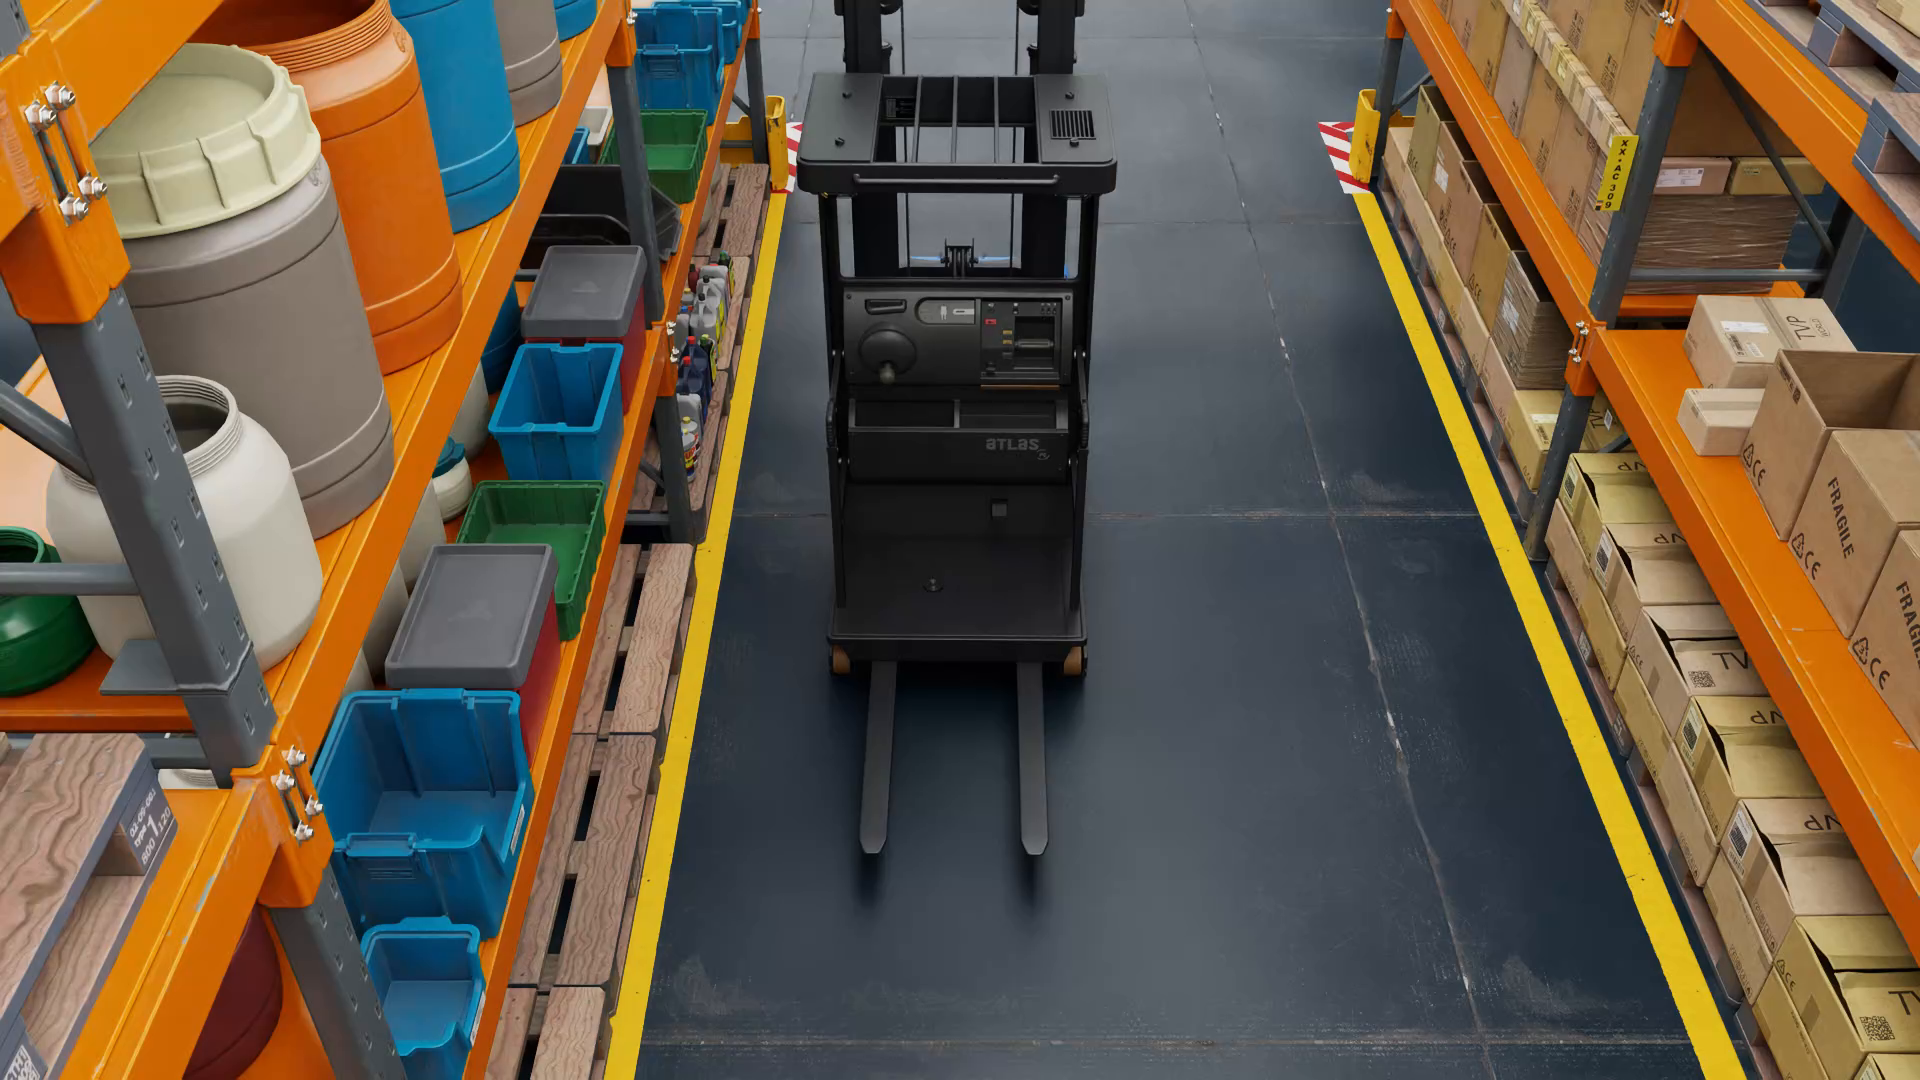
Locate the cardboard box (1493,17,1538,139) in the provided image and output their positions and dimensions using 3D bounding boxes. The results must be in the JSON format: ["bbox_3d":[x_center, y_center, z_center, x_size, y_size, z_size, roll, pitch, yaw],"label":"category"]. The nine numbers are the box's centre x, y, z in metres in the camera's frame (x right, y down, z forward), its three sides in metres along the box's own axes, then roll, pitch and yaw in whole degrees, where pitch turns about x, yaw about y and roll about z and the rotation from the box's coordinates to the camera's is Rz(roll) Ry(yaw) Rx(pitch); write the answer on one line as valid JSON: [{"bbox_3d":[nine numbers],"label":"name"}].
[{"bbox_3d":[3.178,-2.384,8.492,0.700,0.500,0.500,1,39,1],"label":"cardboard box"}]

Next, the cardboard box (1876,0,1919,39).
[{"bbox_3d":[3.185,-1.651,5.042,0.500,0.250,0.500,-4,39,-4],"label":"cardboard box"}]

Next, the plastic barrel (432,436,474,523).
[{"bbox_3d":[-1.914,-0.221,5.983,0.301,0.262,0.301,0,39,0],"label":"plastic barrel"}]

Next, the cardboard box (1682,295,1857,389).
[{"bbox_3d":[3.235,-0.737,6.637,0.500,0.250,0.500,2,39,3],"label":"cardboard box"}]

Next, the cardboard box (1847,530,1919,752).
[{"bbox_3d":[3.177,0.309,5.131,0.500,0.500,0.500,-2,39,-2],"label":"cardboard box"}]

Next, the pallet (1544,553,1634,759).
[{"bbox_3d":[3.231,0.445,7.271,1.003,0.211,1.213,0,39,0],"label":"pallet"}]

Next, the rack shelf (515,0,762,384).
[{"bbox_3d":[-1.765,-2.073,8.758,1.077,0.370,4.000,0,39,0],"label":"rack shelf"}]

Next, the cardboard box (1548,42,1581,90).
[{"bbox_3d":[2.977,-2.202,7.746,0.380,0.149,0.250,0,39,0],"label":"cardboard box"}]

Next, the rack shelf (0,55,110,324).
[{"bbox_3d":[-1.756,0.745,0.765,1.077,0.370,4.000,0,39,0],"label":"rack shelf"}]

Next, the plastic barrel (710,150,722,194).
[{"bbox_3d":[-1.690,-2.385,10.227,0.421,0.512,0.421,0,39,0],"label":"plastic barrel"}]

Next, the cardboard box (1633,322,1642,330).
[{"bbox_3d":[3.495,-1.090,8.221,0.500,0.500,0.500,0,39,0],"label":"cardboard box"}]

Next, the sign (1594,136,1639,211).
[{"bbox_3d":[2.636,-1.471,6.677,0.100,0.325,0.005,0,39,0],"label":"sign"}]

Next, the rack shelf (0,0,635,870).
[{"bbox_3d":[-1.760,-0.742,4.699,1.077,0.370,4.000,0,39,0],"label":"rack shelf"}]

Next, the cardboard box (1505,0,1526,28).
[{"bbox_3d":[2.972,-2.691,8.356,0.380,0.149,0.250,0,39,0],"label":"cardboard box"}]

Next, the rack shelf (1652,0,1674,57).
[{"bbox_3d":[3.189,-3.244,7.822,1.077,0.370,4.000,0,39,0],"label":"rack shelf"}]

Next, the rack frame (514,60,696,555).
[{"bbox_3d":[-1.763,-1.103,6.973,1.000,3.000,0.127,0,39,0],"label":"rack frame"}]

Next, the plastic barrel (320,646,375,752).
[{"bbox_3d":[-1.973,0.449,4.948,0.421,0.512,0.421,0,39,0],"label":"plastic barrel"}]

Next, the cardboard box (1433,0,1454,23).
[{"bbox_3d":[3.174,-3.352,9.700,0.700,0.500,0.500,0,39,0],"label":"cardboard box"}]

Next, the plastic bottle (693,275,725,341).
[{"bbox_3d":[-1.349,-1.246,8.918,0.144,0.351,0.185,1,39,2],"label":"plastic bottle"}]

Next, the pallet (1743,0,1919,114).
[{"bbox_3d":[3.205,-1.648,5.408,0.805,0.209,1.217,-1,39,-2],"label":"pallet"}]

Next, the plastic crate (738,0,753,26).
[{"bbox_3d":[-1.467,-3.233,9.750,0.499,0.251,0.616,0,39,0],"label":"plastic crate"}]

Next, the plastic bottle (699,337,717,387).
[{"bbox_3d":[-1.307,-0.941,8.591,0.061,0.283,0.133,2,39,2],"label":"plastic bottle"}]

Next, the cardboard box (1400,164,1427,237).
[{"bbox_3d":[2.969,-2.048,10.015,0.500,0.250,0.500,0,39,0],"label":"cardboard box"}]

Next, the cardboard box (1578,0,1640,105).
[{"bbox_3d":[3.182,-2.243,7.278,0.700,0.500,0.500,0,39,0],"label":"cardboard box"}]

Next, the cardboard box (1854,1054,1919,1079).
[{"bbox_3d":[2.949,1.761,4.814,0.500,0.311,0.500,1,39,1],"label":"cardboard box"}]

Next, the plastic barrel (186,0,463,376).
[{"bbox_3d":[-1.543,-0.862,3.930,0.600,0.830,0.708,0,39,0],"label":"plastic barrel"}]

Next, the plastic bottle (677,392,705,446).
[{"bbox_3d":[-1.352,-0.613,8.188,0.152,0.276,0.135,1,39,2],"label":"plastic bottle"}]

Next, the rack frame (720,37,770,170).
[{"bbox_3d":[-1.767,-3.604,10.094,1.000,3.000,0.127,0,39,0],"label":"rack frame"}]

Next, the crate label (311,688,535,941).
[{"bbox_3d":[-1.489,0.764,4.616,0.502,0.435,0.616,0,39,0],"label":"crate label"}]

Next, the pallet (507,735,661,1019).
[{"bbox_3d":[-1.719,1.242,6.277,1.003,0.211,1.213,0,39,0],"label":"pallet"}]

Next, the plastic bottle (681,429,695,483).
[{"bbox_3d":[-1.325,-0.409,7.937,0.097,0.271,0.097,0,39,0],"label":"plastic bottle"}]

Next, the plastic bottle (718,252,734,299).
[{"bbox_3d":[-1.308,-1.494,9.282,0.061,0.283,0.133,1,39,1],"label":"plastic bottle"}]

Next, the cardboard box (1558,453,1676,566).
[{"bbox_3d":[2.942,-0.155,7.205,0.500,0.311,0.500,0,39,0],"label":"cardboard box"}]

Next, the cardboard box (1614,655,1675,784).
[{"bbox_3d":[2.946,0.701,6.585,0.500,0.250,0.500,-1,39,-1],"label":"cardboard box"}]

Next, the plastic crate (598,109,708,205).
[{"bbox_3d":[-1.482,-1.869,8.098,0.450,0.188,0.662,0,39,0],"label":"plastic crate"}]

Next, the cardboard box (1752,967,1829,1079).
[{"bbox_3d":[2.947,1.656,5.394,0.500,0.250,0.500,0,39,-1],"label":"cardboard box"}]

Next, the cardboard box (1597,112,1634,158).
[{"bbox_3d":[2.978,-1.720,7.145,0.380,0.149,0.250,-1,39,-1],"label":"cardboard box"}]

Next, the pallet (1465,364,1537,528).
[{"bbox_3d":[3.232,-0.513,8.467,1.003,0.211,1.213,0,39,0],"label":"pallet"}]

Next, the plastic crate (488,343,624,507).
[{"bbox_3d":[-1.450,-0.407,6.117,0.392,0.384,0.575,0,39,0],"label":"plastic crate"}]

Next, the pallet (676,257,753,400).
[{"bbox_3d":[-1.726,-1.199,9.323,1.003,0.211,1.213,0,39,0],"label":"pallet"}]

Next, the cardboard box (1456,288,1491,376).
[{"bbox_3d":[2.966,-1.110,8.845,0.500,0.250,0.500,0,39,0],"label":"cardboard box"}]

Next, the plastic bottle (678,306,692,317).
[{"bbox_3d":[-1.470,-1.160,8.930,0.097,0.201,0.097,0,39,0],"label":"plastic bottle"}]

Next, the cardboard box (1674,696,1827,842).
[{"bbox_3d":[2.945,0.807,6.005,0.500,0.311,0.500,1,39,1],"label":"cardboard box"}]

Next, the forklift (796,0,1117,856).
[{"bbox_3d":[-0.007,-0.749,6.587,1.130,2.935,3.031,0,39,1],"label":"forklift"}]

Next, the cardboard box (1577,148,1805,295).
[{"bbox_3d":[3.184,-1.420,7.289,0.700,0.500,0.500,-1,39,-1],"label":"cardboard box"}]

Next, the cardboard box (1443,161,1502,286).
[{"bbox_3d":[2.963,-1.715,9.000,0.500,0.500,0.500,0,39,0],"label":"cardboard box"}]

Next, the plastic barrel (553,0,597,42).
[{"bbox_3d":[-1.545,-2.151,5.481,0.600,0.901,0.708,0,39,0],"label":"plastic barrel"}]
